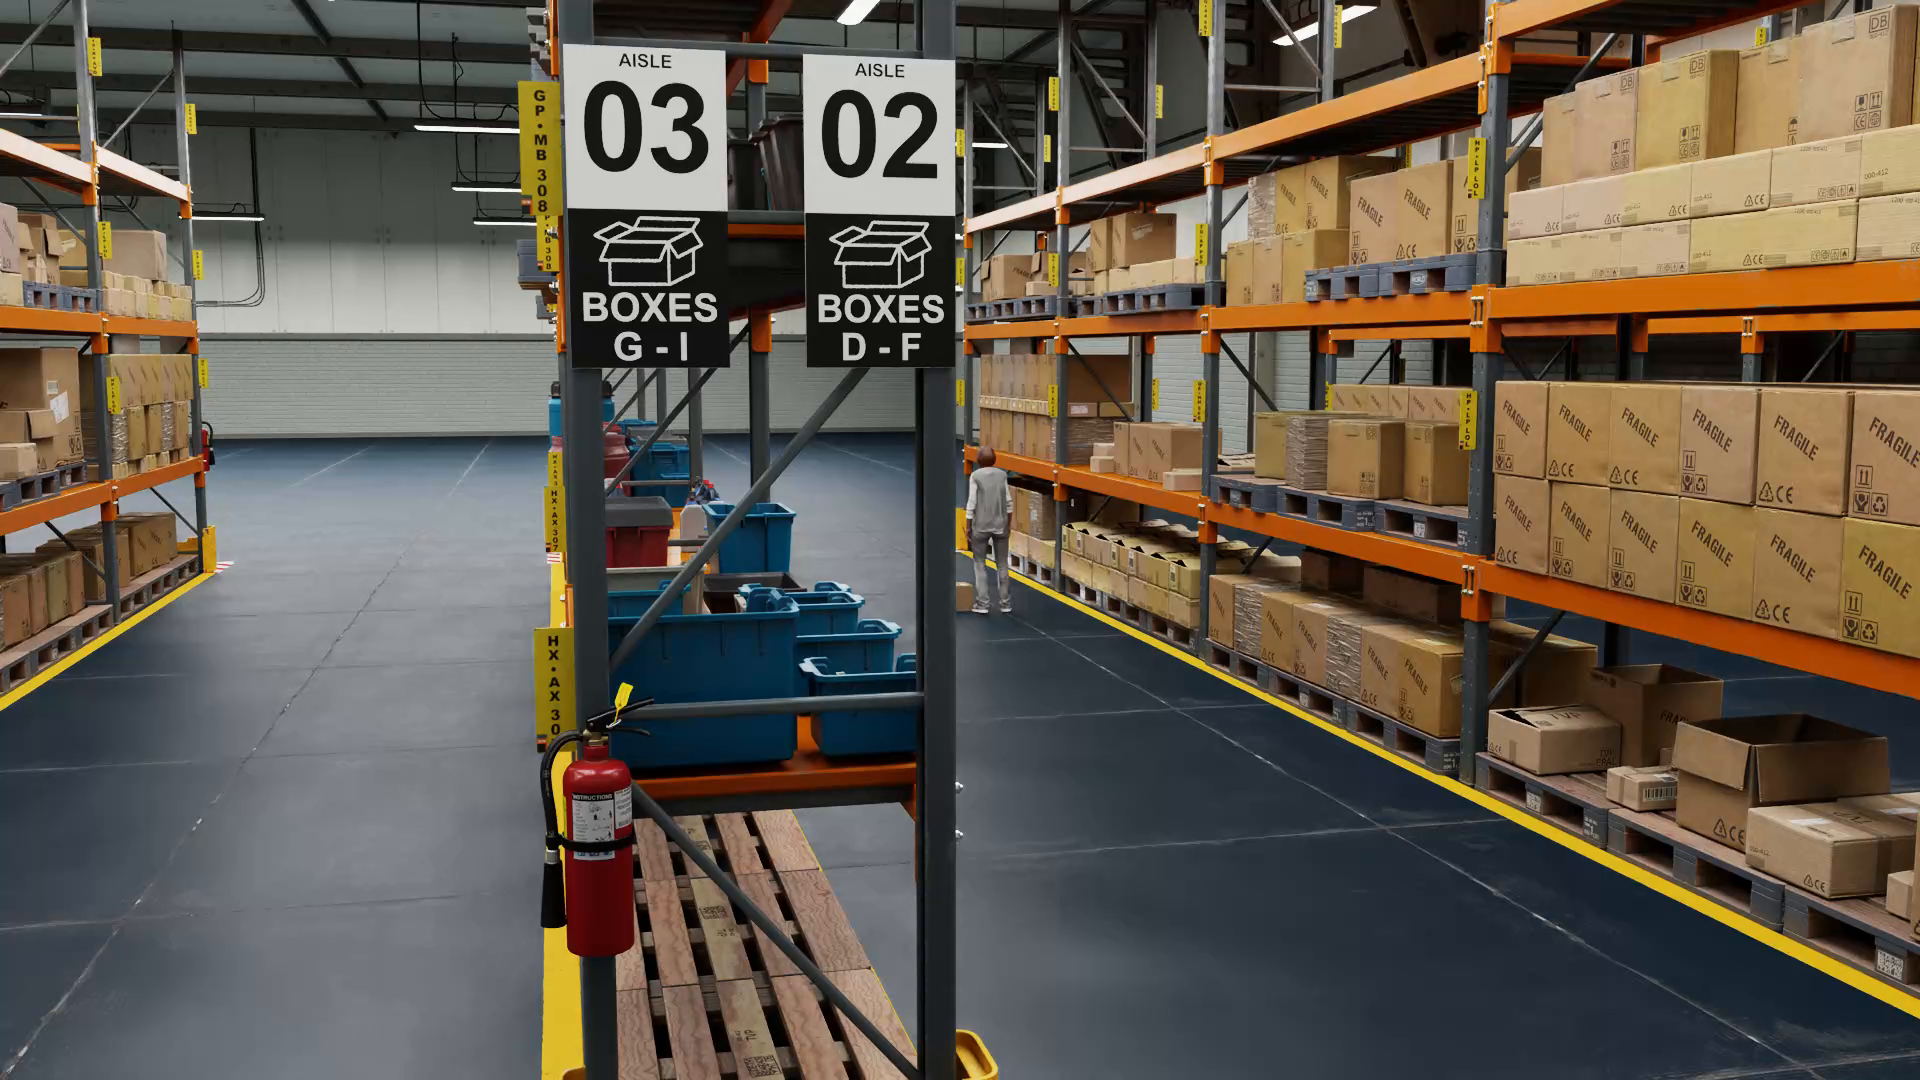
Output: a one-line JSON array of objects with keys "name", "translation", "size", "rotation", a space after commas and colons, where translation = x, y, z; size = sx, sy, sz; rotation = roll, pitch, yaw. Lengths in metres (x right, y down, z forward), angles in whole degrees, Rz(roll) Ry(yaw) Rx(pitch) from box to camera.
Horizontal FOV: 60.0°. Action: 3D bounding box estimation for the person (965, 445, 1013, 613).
[{"name": "person", "translation": [0.282, -0.100, 15.777], "size": [0.484, 1.592, 0.346], "rotation": [-2, 7, -16]}]
